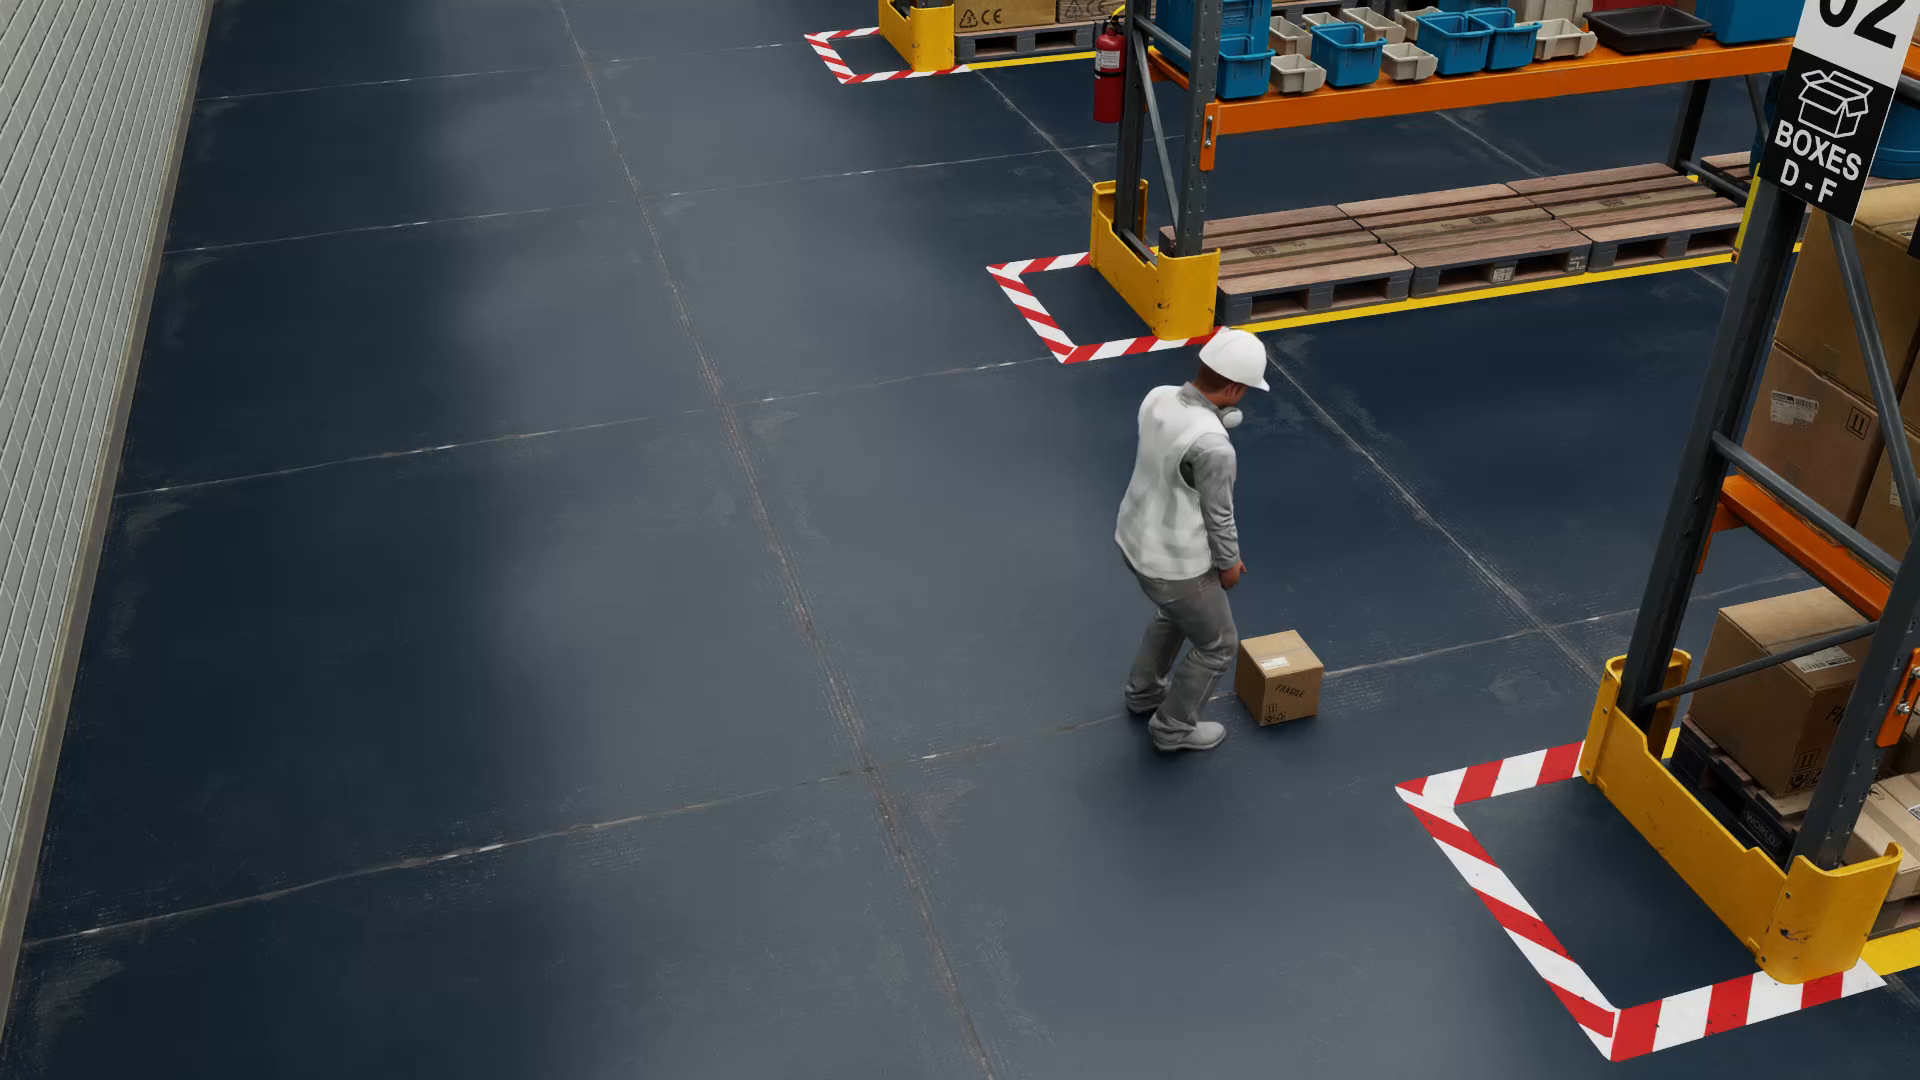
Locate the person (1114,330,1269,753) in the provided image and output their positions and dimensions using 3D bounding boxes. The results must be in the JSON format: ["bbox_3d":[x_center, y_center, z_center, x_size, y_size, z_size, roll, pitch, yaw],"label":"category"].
[{"bbox_3d":[0.843,0.005,6.190,0.516,1.695,0.567,-9,35,-13],"label":"person"}]
